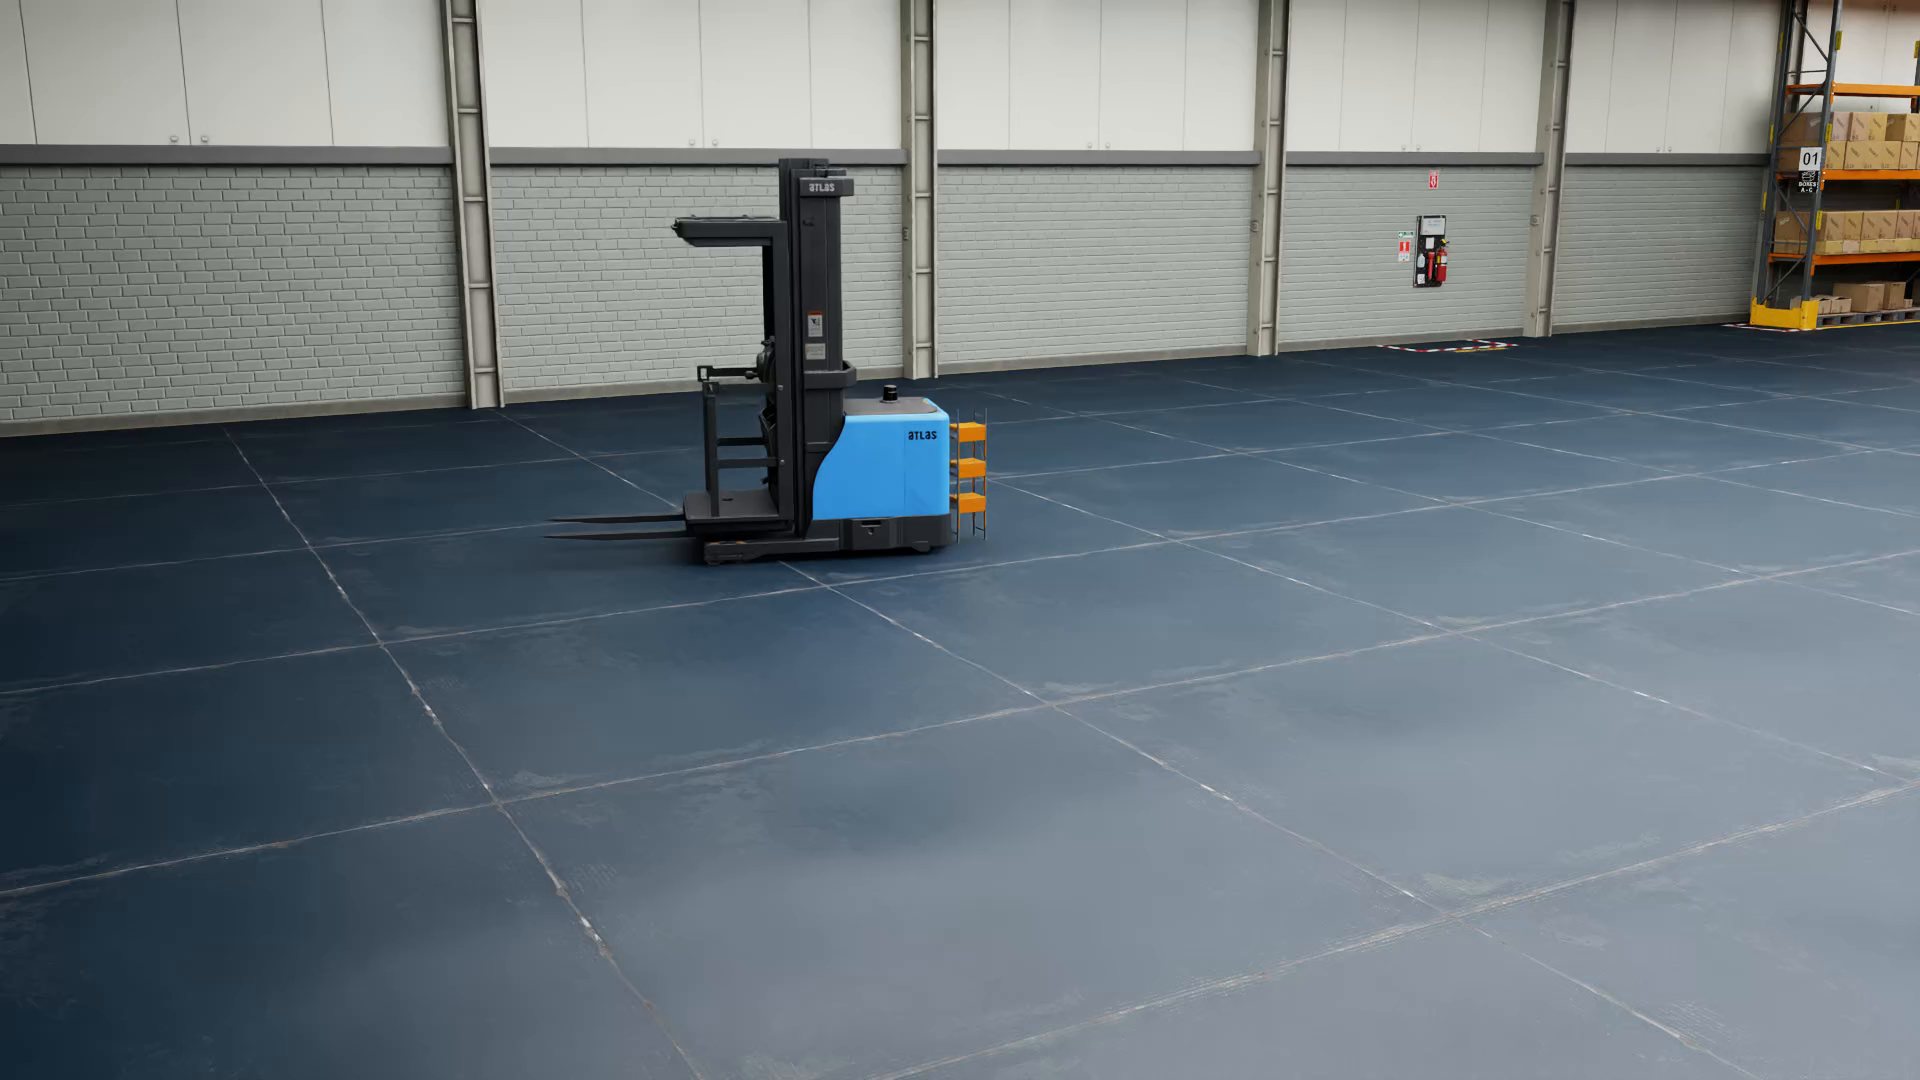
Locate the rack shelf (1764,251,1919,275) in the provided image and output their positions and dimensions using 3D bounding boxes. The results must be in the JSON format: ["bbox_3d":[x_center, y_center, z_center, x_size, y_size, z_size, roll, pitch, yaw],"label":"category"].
[{"bbox_3d":[16.804,-5.245,31.220,4.000,0.370,1.077,-7,14,-28],"label":"rack shelf"}]

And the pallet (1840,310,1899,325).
[{"bbox_3d":[16.915,-4.239,31.464,1.213,0.211,1.003,-7,14,-28],"label":"pallet"}]

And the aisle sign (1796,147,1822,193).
[{"bbox_3d":[15.129,-6.588,29.630,0.004,0.787,0.394,-7,14,-28],"label":"aisle sign"}]

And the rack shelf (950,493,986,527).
[{"bbox_3d":[0.047,-0.236,13.082,0.240,0.259,0.215,-7,14,-28],"label":"rack shelf"}]

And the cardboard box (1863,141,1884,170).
[{"bbox_3d":[16.404,-6.999,30.273,0.500,0.500,0.500,-6,14,-25],"label":"cardboard box"}]

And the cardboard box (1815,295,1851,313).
[{"bbox_3d":[16.200,-4.404,30.966,0.500,0.311,0.500,-6,14,-23],"label":"cardboard box"}]

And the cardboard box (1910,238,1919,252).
[{"bbox_3d":[17.848,-5.584,31.384,0.500,0.250,0.500,-7,14,-28],"label":"cardboard box"}]

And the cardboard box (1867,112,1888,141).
[{"bbox_3d":[16.412,-7.488,30.166,0.500,0.500,0.500,-6,14,-26],"label":"cardboard box"}]

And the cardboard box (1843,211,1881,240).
[{"bbox_3d":[16.507,-5.783,30.563,0.500,0.500,0.500,-7,15,-30],"label":"cardboard box"}]

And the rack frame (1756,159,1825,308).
[{"bbox_3d":[15.049,-5.385,30.206,0.127,3.000,1.000,-7,14,-28],"label":"rack frame"}]

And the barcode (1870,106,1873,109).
[{"bbox_3d":[17.134,-8.133,31.257,0.075,0.075,0.001,-7,14,-28],"label":"barcode"}]

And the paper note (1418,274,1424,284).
[{"bbox_3d":[7.607,-4.307,27.420,0.142,0.148,0.016,-7,14,-28],"label":"paper note"}]

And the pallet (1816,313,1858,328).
[{"bbox_3d":[15.845,-4.111,30.898,1.213,0.211,1.003,-7,14,-28],"label":"pallet"}]

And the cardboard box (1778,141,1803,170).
[{"bbox_3d":[15.294,-7.000,30.276,0.500,0.500,0.500,-6,14,-24],"label":"cardboard box"}]

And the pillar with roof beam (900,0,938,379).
[{"bbox_3d":[1.512,-5.829,18.515,0.400,9.000,9.100,-7,14,-28],"label":"pillar with roof beam"}]

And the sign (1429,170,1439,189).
[{"bbox_3d":[7.740,-5.891,27.174,0.199,0.298,0.001,-7,14,-28],"label":"sign"}]

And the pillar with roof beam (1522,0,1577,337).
[{"bbox_3d":[12.045,-7.092,24.124,0.400,9.000,9.100,-7,14,-28],"label":"pillar with roof beam"}]

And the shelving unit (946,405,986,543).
[{"bbox_3d":[0.047,-0.518,13.019,0.252,1.050,0.215,-7,14,-28],"label":"shelving unit"}]

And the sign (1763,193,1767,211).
[{"bbox_3d":[14.800,-6.213,30.529,0.005,0.325,0.100,-7,14,-28],"label":"sign"}]

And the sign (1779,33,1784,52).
[{"bbox_3d":[14.801,-8.954,29.913,0.005,0.325,0.100,-7,14,-28],"label":"sign"}]

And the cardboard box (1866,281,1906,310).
[{"bbox_3d":[17.668,-4.684,31.783,0.500,0.500,0.500,-8,15,-32],"label":"cardboard box"}]

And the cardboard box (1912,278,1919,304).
[{"bbox_3d":[19.198,-4.882,32.661,0.500,0.500,0.700,-6,14,-26],"label":"cardboard box"}]

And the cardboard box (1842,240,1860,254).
[{"bbox_3d":[16.078,-5.369,30.432,0.500,0.250,0.500,-7,15,-30],"label":"cardboard box"}]

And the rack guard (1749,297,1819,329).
[{"bbox_3d":[15.115,-4.174,30.516,0.348,0.500,1.175,-7,14,-28],"label":"rack guard"}]

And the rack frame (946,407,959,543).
[{"bbox_3d":[-0.060,-0.505,12.962,0.008,1.050,0.200,-7,14,-28],"label":"rack frame"}]

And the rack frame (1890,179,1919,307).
[{"bbox_3d":[18.560,-5.806,32.076,0.127,3.000,1.000,-7,14,-28],"label":"rack frame"}]

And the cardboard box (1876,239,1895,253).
[{"bbox_3d":[16.973,-5.475,30.899,0.500,0.250,0.500,-7,14,-27],"label":"cardboard box"}]

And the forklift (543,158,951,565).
[{"bbox_3d":[-1.634,-1.371,12.526,3.031,2.935,1.130,-2,13,-10],"label":"forklift"}]

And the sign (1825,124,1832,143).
[{"bbox_3d":[15.309,-7.171,29.316,0.005,0.325,0.100,-7,14,-28],"label":"sign"}]

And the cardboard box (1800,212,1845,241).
[{"bbox_3d":[15.612,-5.680,30.104,0.500,0.500,0.500,-7,14,-28],"label":"cardboard box"}]

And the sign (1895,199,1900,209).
[{"bbox_3d":[18.291,-6.477,32.423,0.005,0.325,0.100,-7,14,-28],"label":"sign"}]

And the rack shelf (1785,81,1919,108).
[{"bbox_3d":[16.804,-8.170,30.562,4.000,0.370,1.077,-7,14,-28],"label":"rack shelf"}]

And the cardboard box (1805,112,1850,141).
[{"bbox_3d":[15.503,-7.389,29.726,0.500,0.500,0.500,-8,15,-32],"label":"cardboard box"}]

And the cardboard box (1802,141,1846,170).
[{"bbox_3d":[15.462,-6.894,29.806,0.500,0.500,0.500,-6,14,-26],"label":"cardboard box"}]

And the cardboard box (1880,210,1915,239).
[{"bbox_3d":[17.410,-5.895,31.058,0.500,0.500,0.500,-7,15,-29],"label":"cardboard box"}]

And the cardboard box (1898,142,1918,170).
[{"bbox_3d":[17.317,-7.111,30.769,0.500,0.500,0.500,-7,15,-30],"label":"cardboard box"}]

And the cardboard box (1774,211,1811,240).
[{"bbox_3d":[15.361,-5.778,30.541,0.500,0.500,0.500,-7,14,-28],"label":"cardboard box"}]
